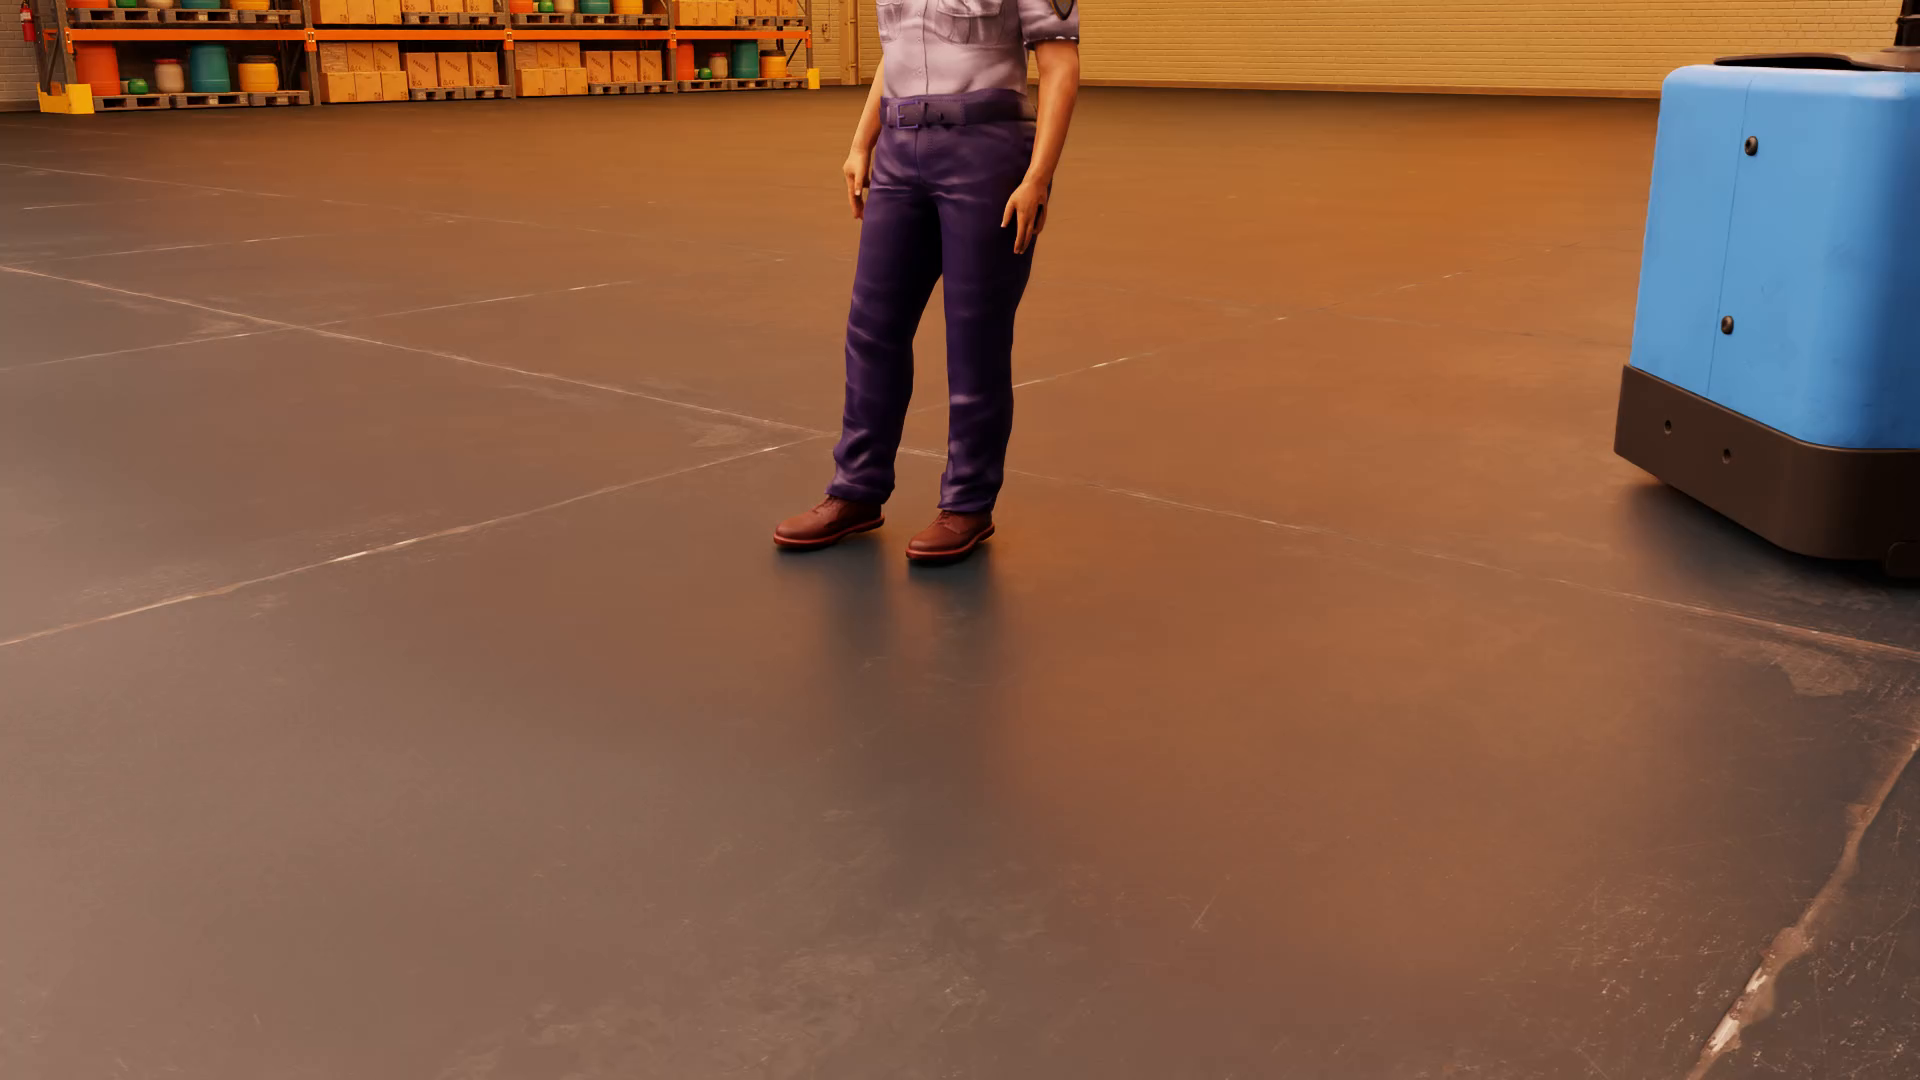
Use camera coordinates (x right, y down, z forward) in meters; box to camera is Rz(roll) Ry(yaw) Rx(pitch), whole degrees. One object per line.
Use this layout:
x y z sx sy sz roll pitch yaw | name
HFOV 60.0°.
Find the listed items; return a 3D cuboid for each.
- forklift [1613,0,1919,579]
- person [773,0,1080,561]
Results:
3.288 -1.460 3.706 3.031 2.935 1.130 -1 17 -2 | forklift
-0.075 -0.779 3.648 0.598 1.651 0.502 13 21 37 | person
